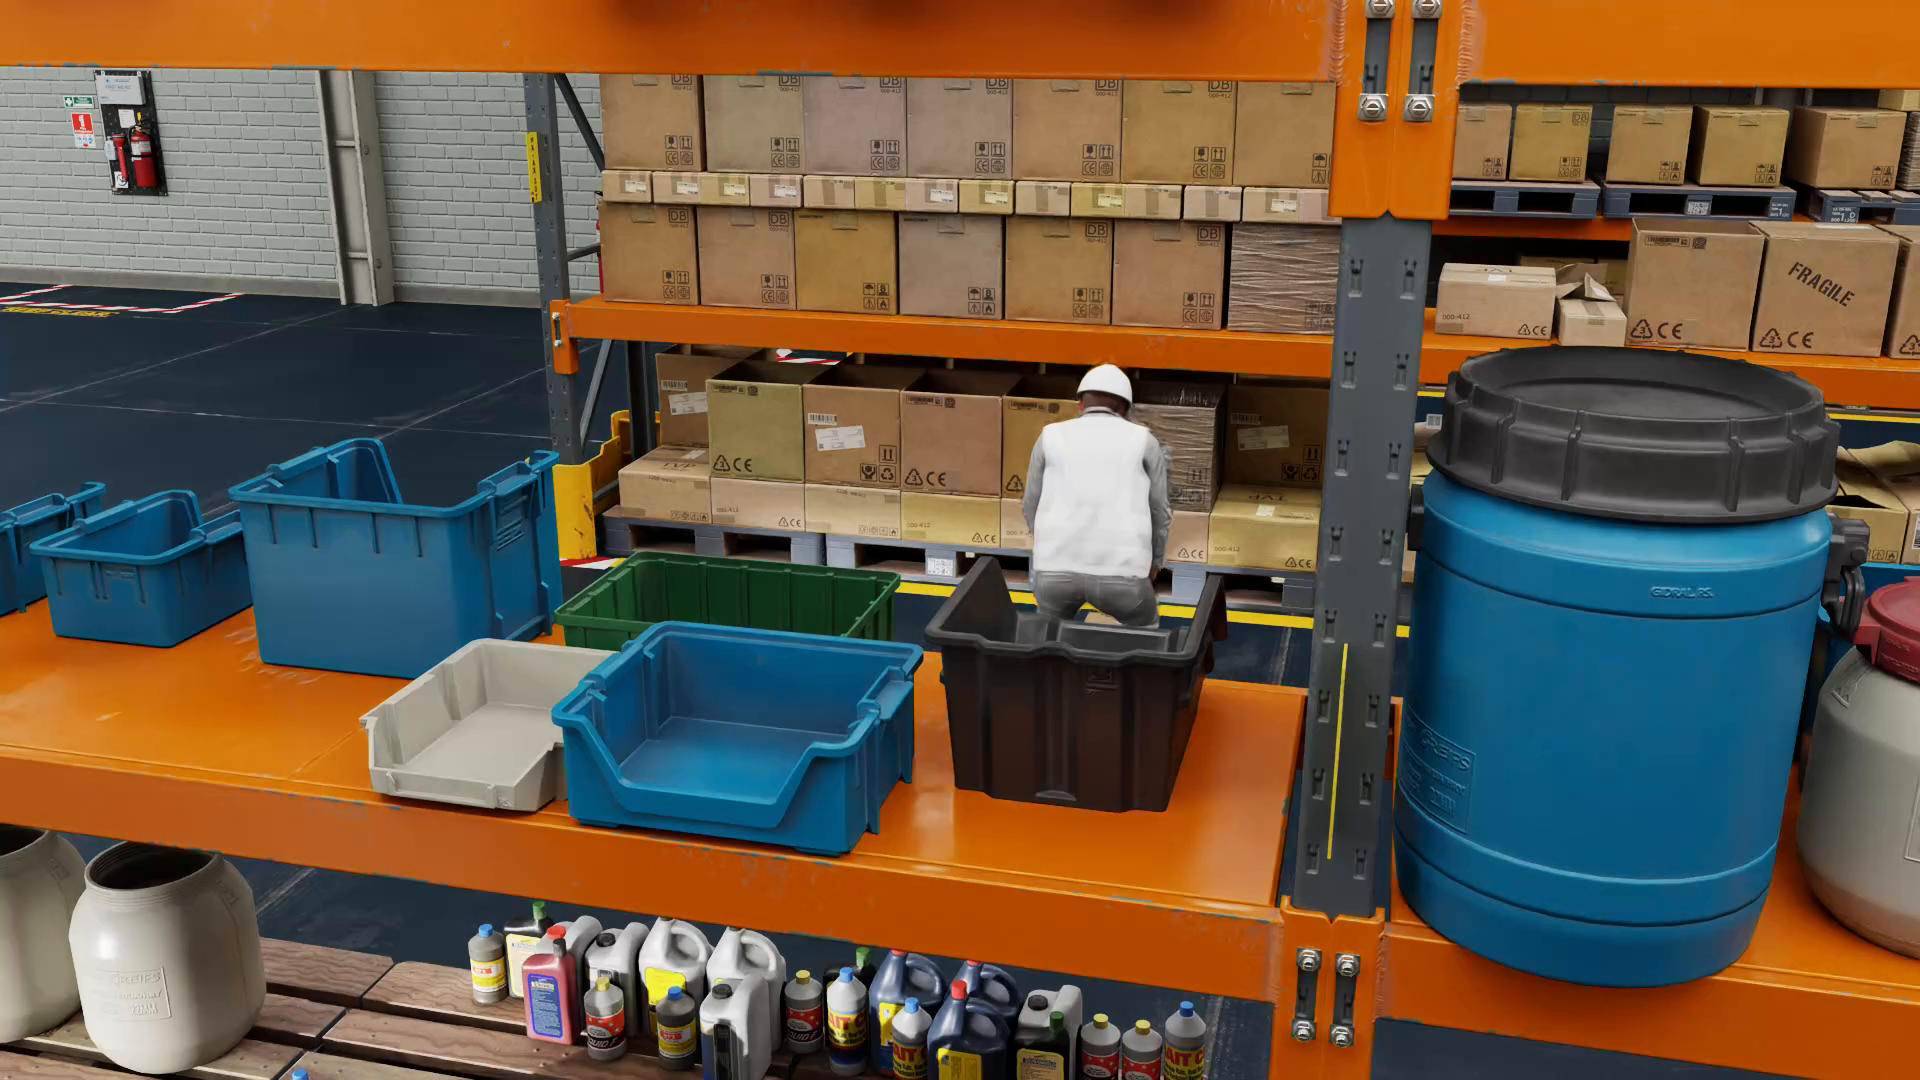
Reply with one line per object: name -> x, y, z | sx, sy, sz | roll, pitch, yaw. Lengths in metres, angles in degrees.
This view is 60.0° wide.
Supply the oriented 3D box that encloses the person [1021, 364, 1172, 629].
person -> 0.509, 0.057, 6.464 | 0.590, 1.390, 0.786 | 5, 19, 14
